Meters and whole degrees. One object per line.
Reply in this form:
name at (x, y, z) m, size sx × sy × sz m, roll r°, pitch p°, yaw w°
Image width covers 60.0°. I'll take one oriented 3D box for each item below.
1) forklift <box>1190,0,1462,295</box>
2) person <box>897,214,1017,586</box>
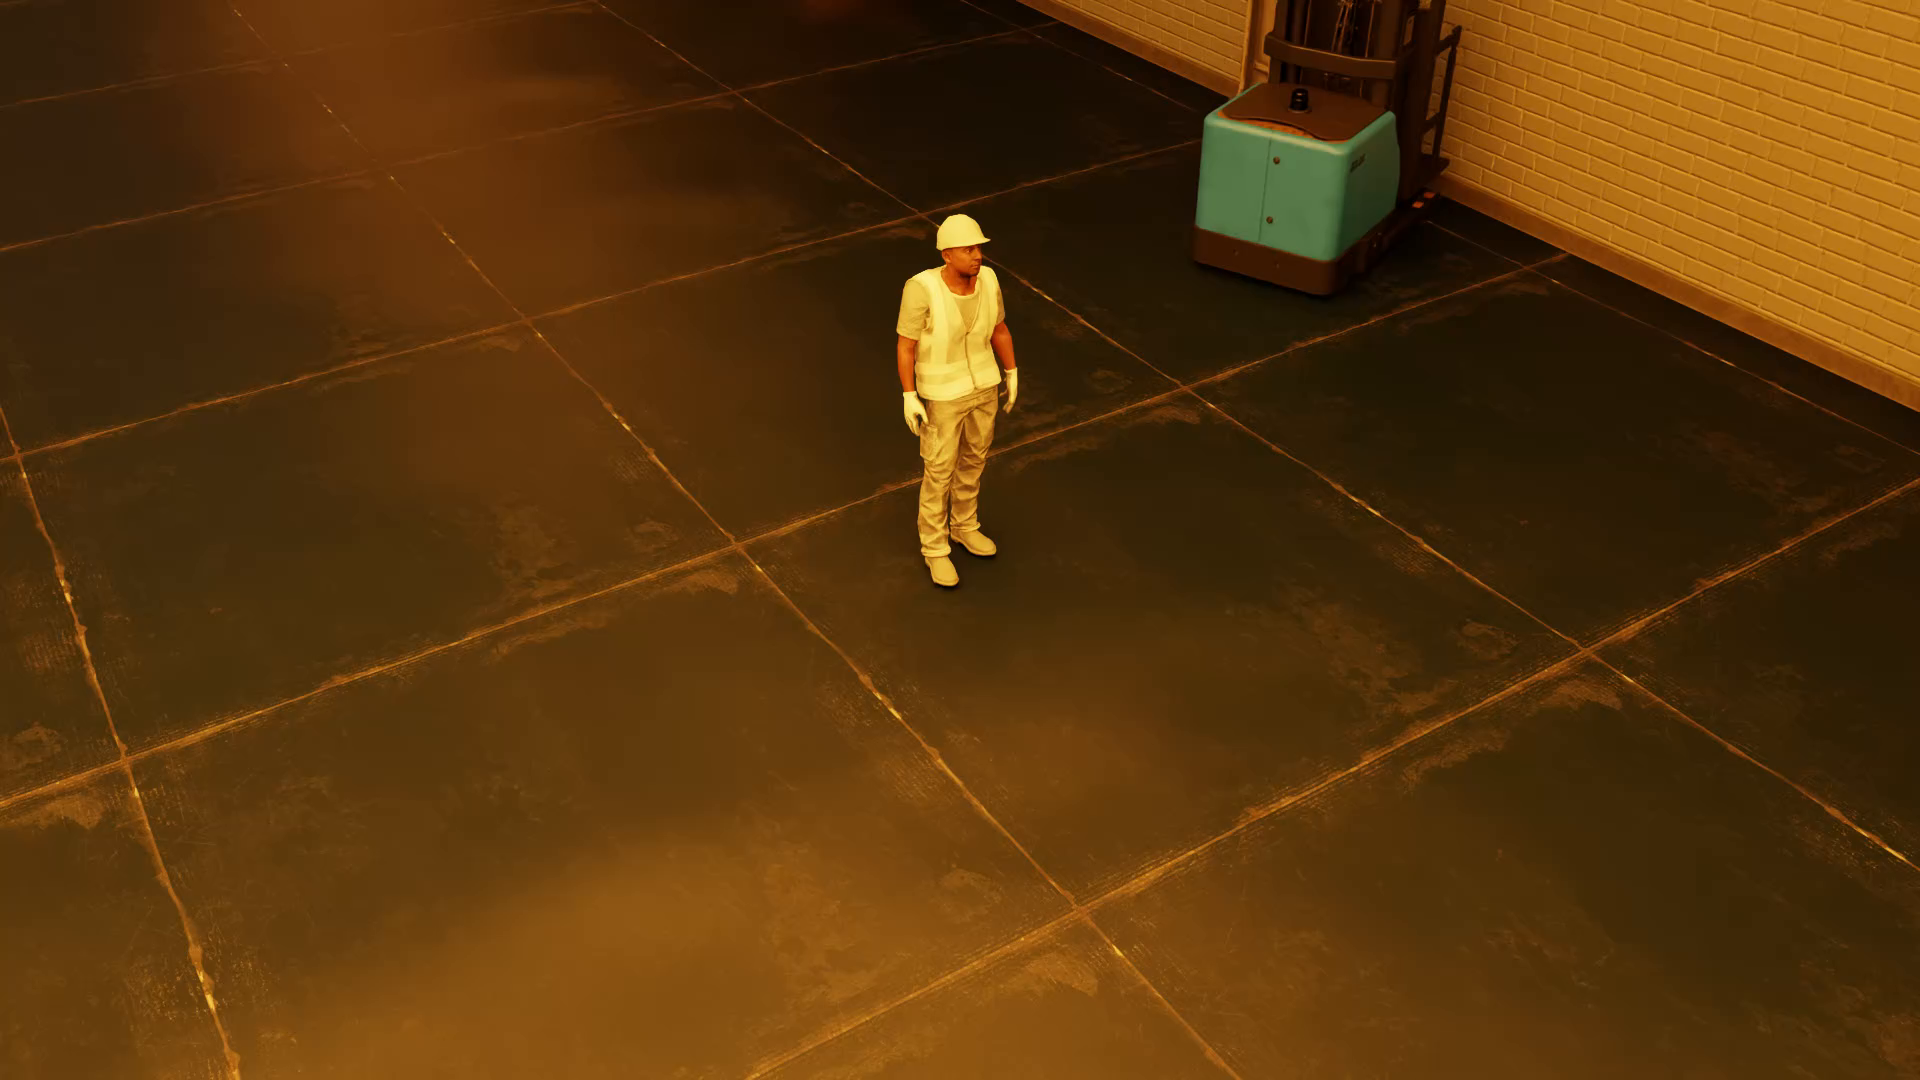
forklift at (2.816, -3.598, 11.268) m, size 1.130 × 2.935 × 3.031 m, roll 22°, pitch 40°, yaw 28°
person at (0.032, -0.698, 8.127) m, size 0.657 × 1.785 × 0.575 m, roll -21°, pitch 40°, yaw -27°
